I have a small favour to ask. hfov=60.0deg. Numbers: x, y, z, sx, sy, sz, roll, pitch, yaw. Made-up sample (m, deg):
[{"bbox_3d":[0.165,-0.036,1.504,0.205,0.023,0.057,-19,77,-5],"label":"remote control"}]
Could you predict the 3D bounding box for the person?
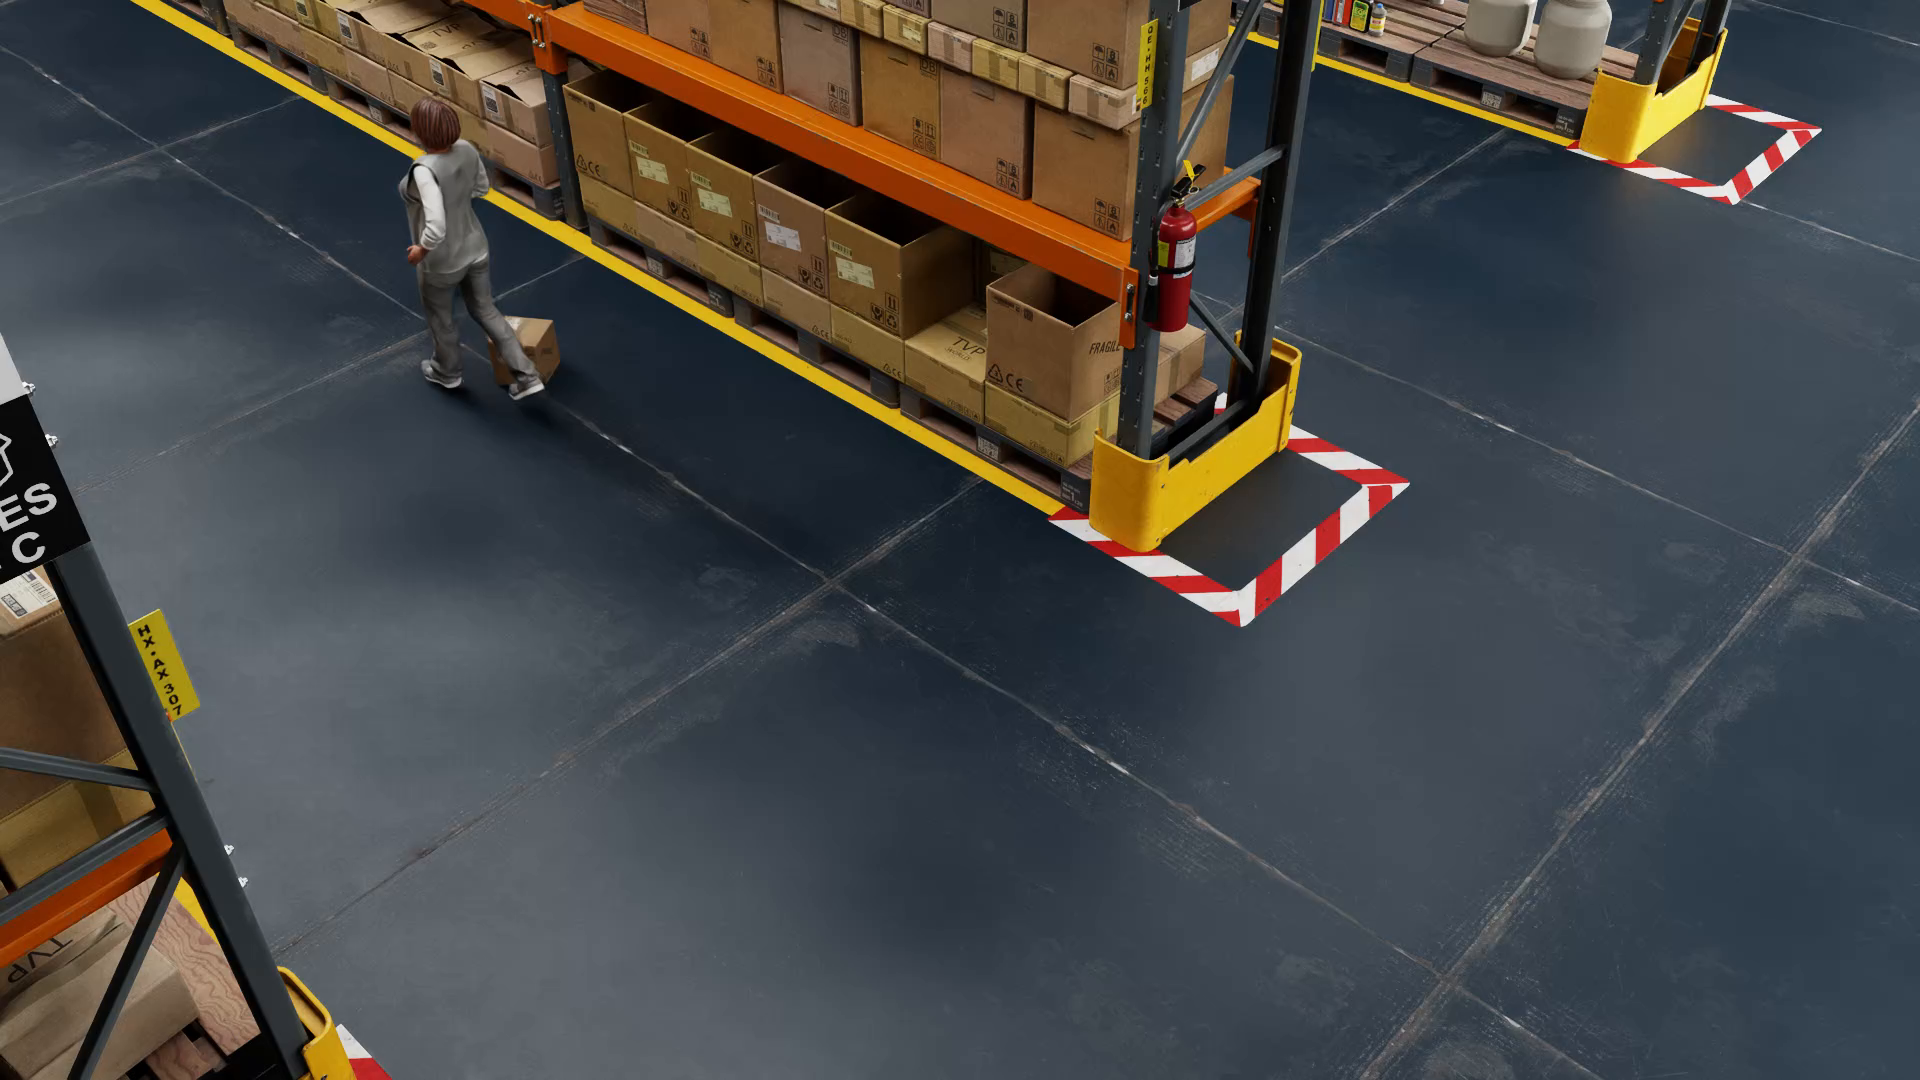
[{"bbox_3d":[-2.369,-1.324,7.707,0.786,1.571,0.540,23,45,25],"label":"person"}]
